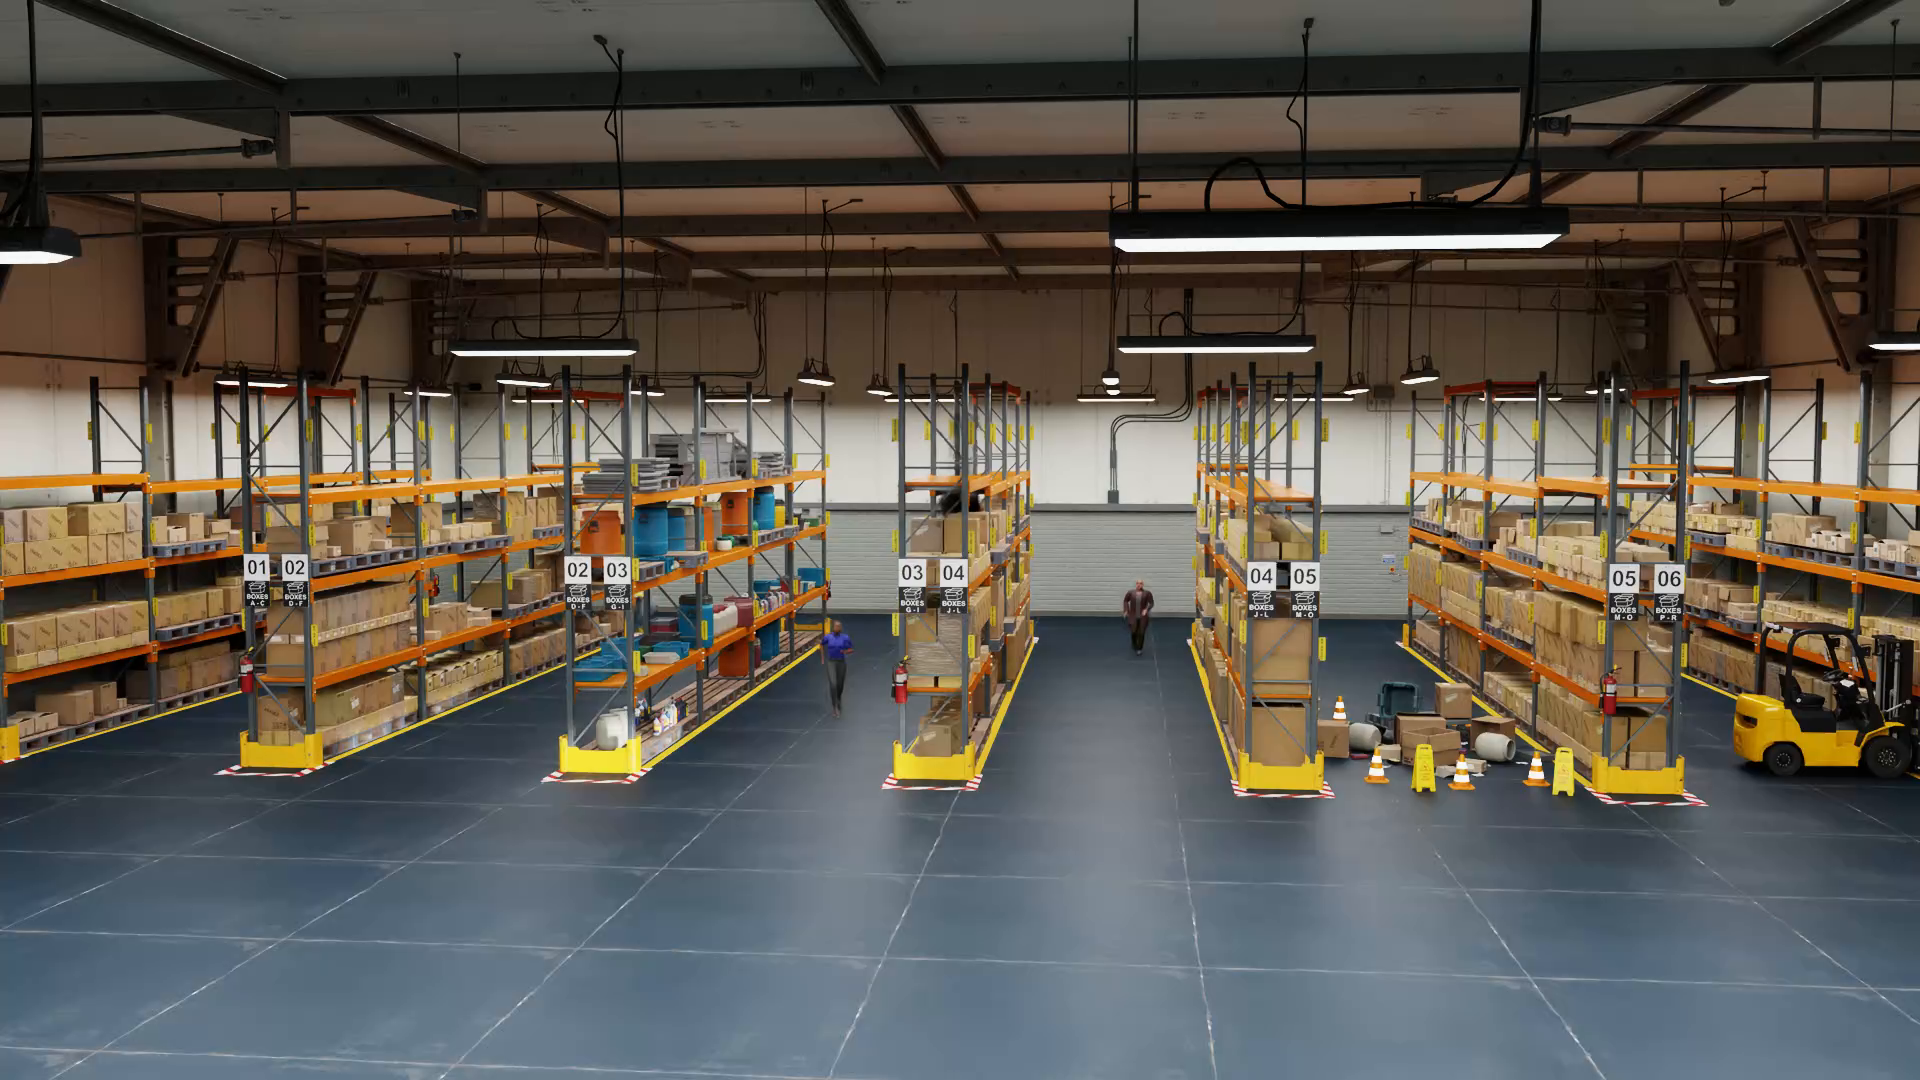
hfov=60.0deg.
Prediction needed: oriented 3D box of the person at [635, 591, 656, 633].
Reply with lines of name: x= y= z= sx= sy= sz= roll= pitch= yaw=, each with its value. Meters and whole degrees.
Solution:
person: x=-7.940 y=1.462 z=41.759 sx=0.538 sy=1.727 sz=0.725 roll=2 pitch=4 yaw=32

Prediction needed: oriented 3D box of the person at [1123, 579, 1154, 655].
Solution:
person: x=4.015 y=1.737 z=37.440 sx=0.702 sy=1.730 sz=0.667 roll=1 pitch=4 yaw=9

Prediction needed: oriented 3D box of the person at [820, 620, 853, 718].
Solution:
person: x=-2.194 y=2.255 z=29.619 sx=0.559 sy=1.682 sz=0.901 roll=-1 pitch=4 yaw=-12
